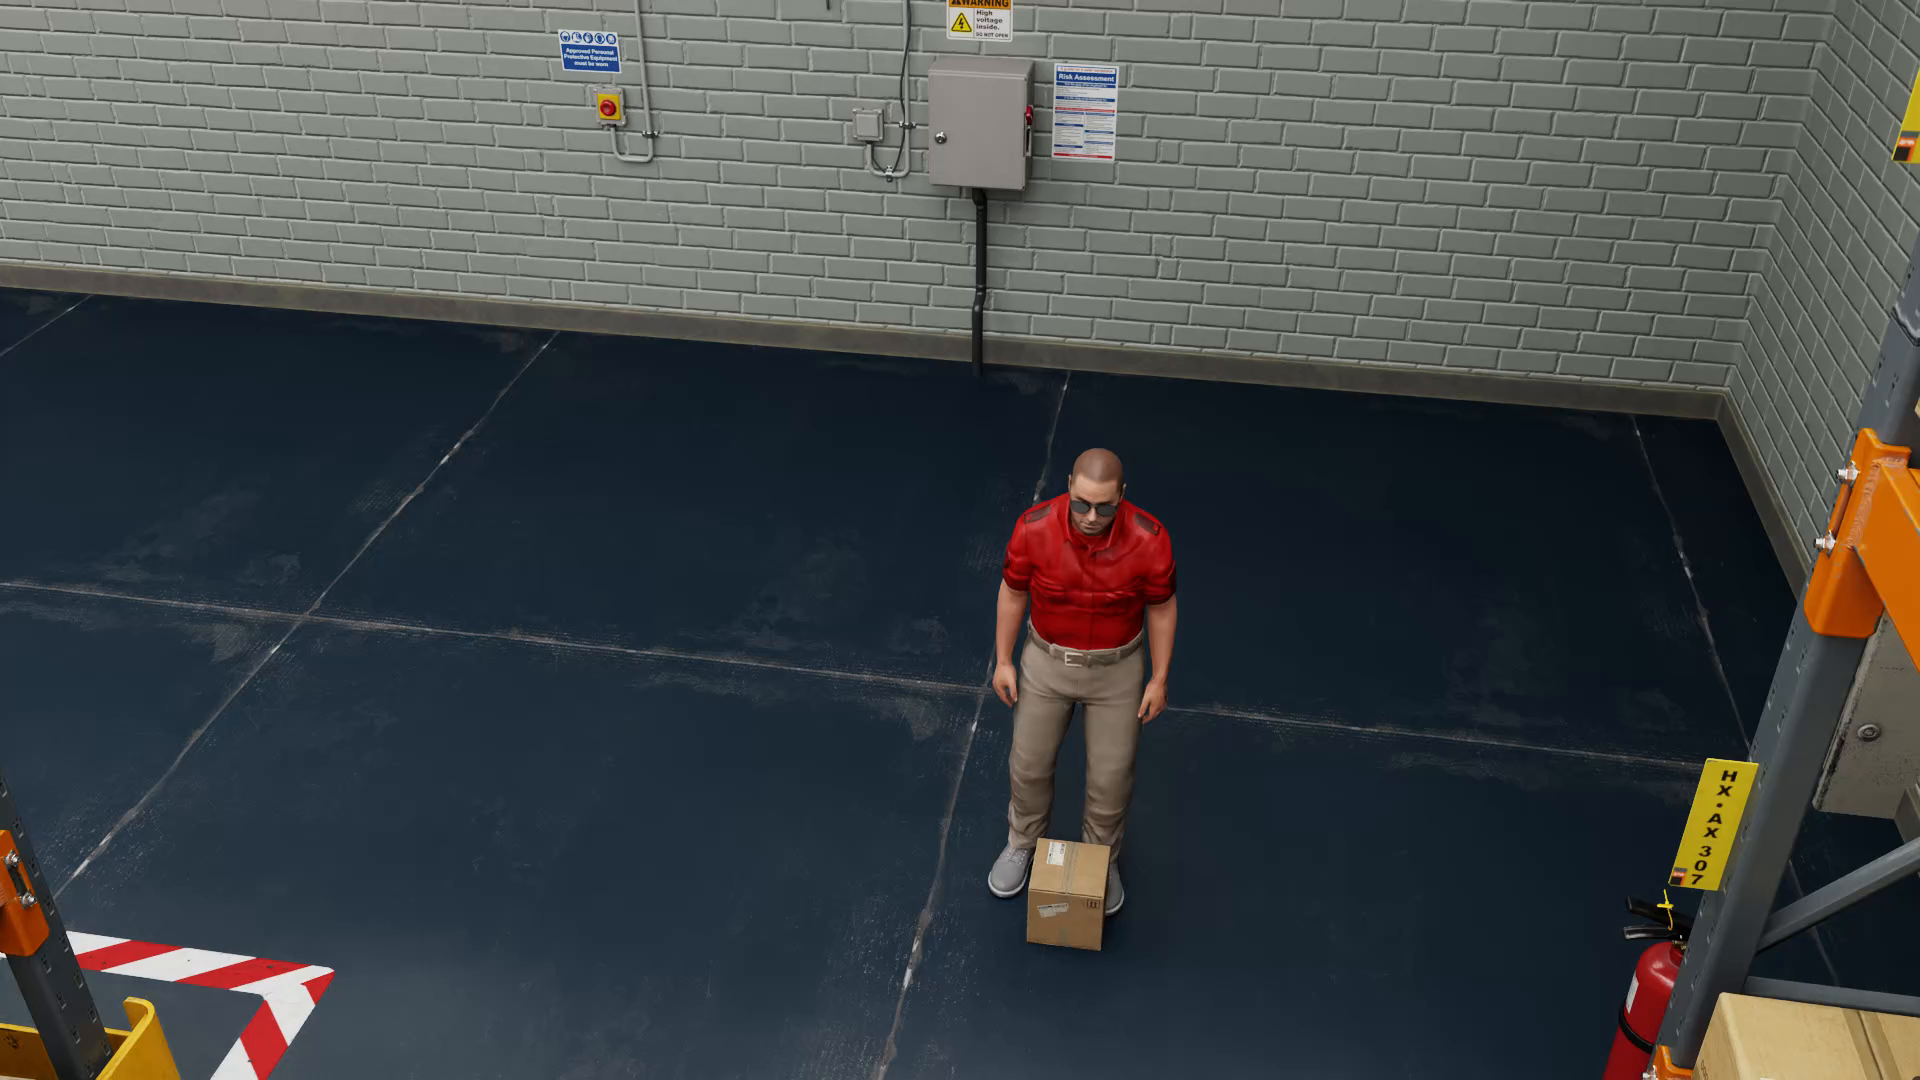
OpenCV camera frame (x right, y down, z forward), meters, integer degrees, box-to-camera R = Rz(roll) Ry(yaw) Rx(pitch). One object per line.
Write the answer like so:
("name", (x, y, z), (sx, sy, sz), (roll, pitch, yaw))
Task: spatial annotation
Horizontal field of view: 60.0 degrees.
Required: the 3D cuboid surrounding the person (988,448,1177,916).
("person", (0.397, 0.447, 5.439), (0.585, 1.726, 0.428), (5, 33, 8))
